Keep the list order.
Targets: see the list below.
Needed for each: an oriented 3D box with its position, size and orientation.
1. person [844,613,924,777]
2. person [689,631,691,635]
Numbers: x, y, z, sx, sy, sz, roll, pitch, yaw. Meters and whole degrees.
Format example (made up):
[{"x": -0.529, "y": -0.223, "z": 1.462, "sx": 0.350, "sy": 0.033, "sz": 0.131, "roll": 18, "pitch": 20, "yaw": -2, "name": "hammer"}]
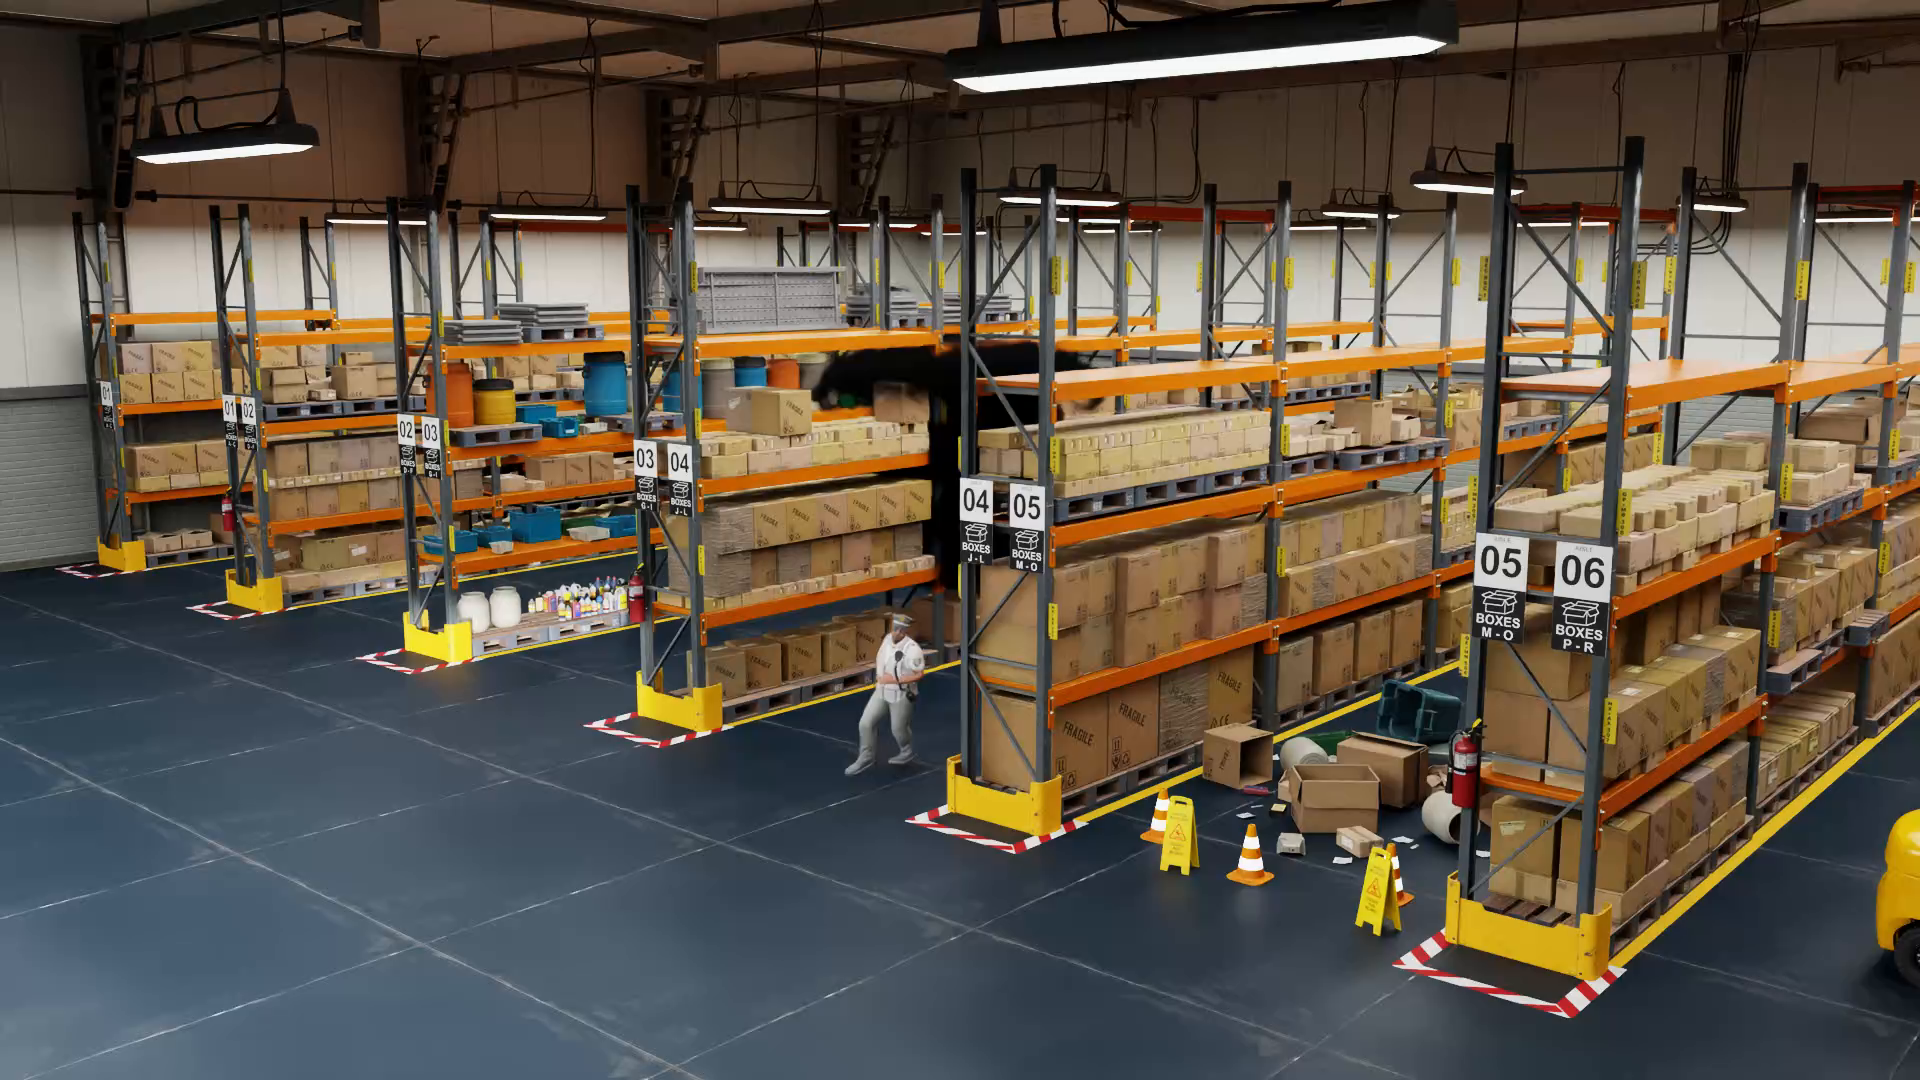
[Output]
[{"x": -0.639, "y": 1.547, "z": 16.856, "sx": 0.846, "sy": 1.727, "sz": 0.747, "roll": 7, "pitch": 12, "yaw": 36, "name": "person"}, {"x": -3.639, "y": 0.500, "z": 22.631, "sx": 0.592, "sy": 1.559, "sz": 0.592, "roll": 2, "pitch": 10, "yaw": 14, "name": "person"}]
